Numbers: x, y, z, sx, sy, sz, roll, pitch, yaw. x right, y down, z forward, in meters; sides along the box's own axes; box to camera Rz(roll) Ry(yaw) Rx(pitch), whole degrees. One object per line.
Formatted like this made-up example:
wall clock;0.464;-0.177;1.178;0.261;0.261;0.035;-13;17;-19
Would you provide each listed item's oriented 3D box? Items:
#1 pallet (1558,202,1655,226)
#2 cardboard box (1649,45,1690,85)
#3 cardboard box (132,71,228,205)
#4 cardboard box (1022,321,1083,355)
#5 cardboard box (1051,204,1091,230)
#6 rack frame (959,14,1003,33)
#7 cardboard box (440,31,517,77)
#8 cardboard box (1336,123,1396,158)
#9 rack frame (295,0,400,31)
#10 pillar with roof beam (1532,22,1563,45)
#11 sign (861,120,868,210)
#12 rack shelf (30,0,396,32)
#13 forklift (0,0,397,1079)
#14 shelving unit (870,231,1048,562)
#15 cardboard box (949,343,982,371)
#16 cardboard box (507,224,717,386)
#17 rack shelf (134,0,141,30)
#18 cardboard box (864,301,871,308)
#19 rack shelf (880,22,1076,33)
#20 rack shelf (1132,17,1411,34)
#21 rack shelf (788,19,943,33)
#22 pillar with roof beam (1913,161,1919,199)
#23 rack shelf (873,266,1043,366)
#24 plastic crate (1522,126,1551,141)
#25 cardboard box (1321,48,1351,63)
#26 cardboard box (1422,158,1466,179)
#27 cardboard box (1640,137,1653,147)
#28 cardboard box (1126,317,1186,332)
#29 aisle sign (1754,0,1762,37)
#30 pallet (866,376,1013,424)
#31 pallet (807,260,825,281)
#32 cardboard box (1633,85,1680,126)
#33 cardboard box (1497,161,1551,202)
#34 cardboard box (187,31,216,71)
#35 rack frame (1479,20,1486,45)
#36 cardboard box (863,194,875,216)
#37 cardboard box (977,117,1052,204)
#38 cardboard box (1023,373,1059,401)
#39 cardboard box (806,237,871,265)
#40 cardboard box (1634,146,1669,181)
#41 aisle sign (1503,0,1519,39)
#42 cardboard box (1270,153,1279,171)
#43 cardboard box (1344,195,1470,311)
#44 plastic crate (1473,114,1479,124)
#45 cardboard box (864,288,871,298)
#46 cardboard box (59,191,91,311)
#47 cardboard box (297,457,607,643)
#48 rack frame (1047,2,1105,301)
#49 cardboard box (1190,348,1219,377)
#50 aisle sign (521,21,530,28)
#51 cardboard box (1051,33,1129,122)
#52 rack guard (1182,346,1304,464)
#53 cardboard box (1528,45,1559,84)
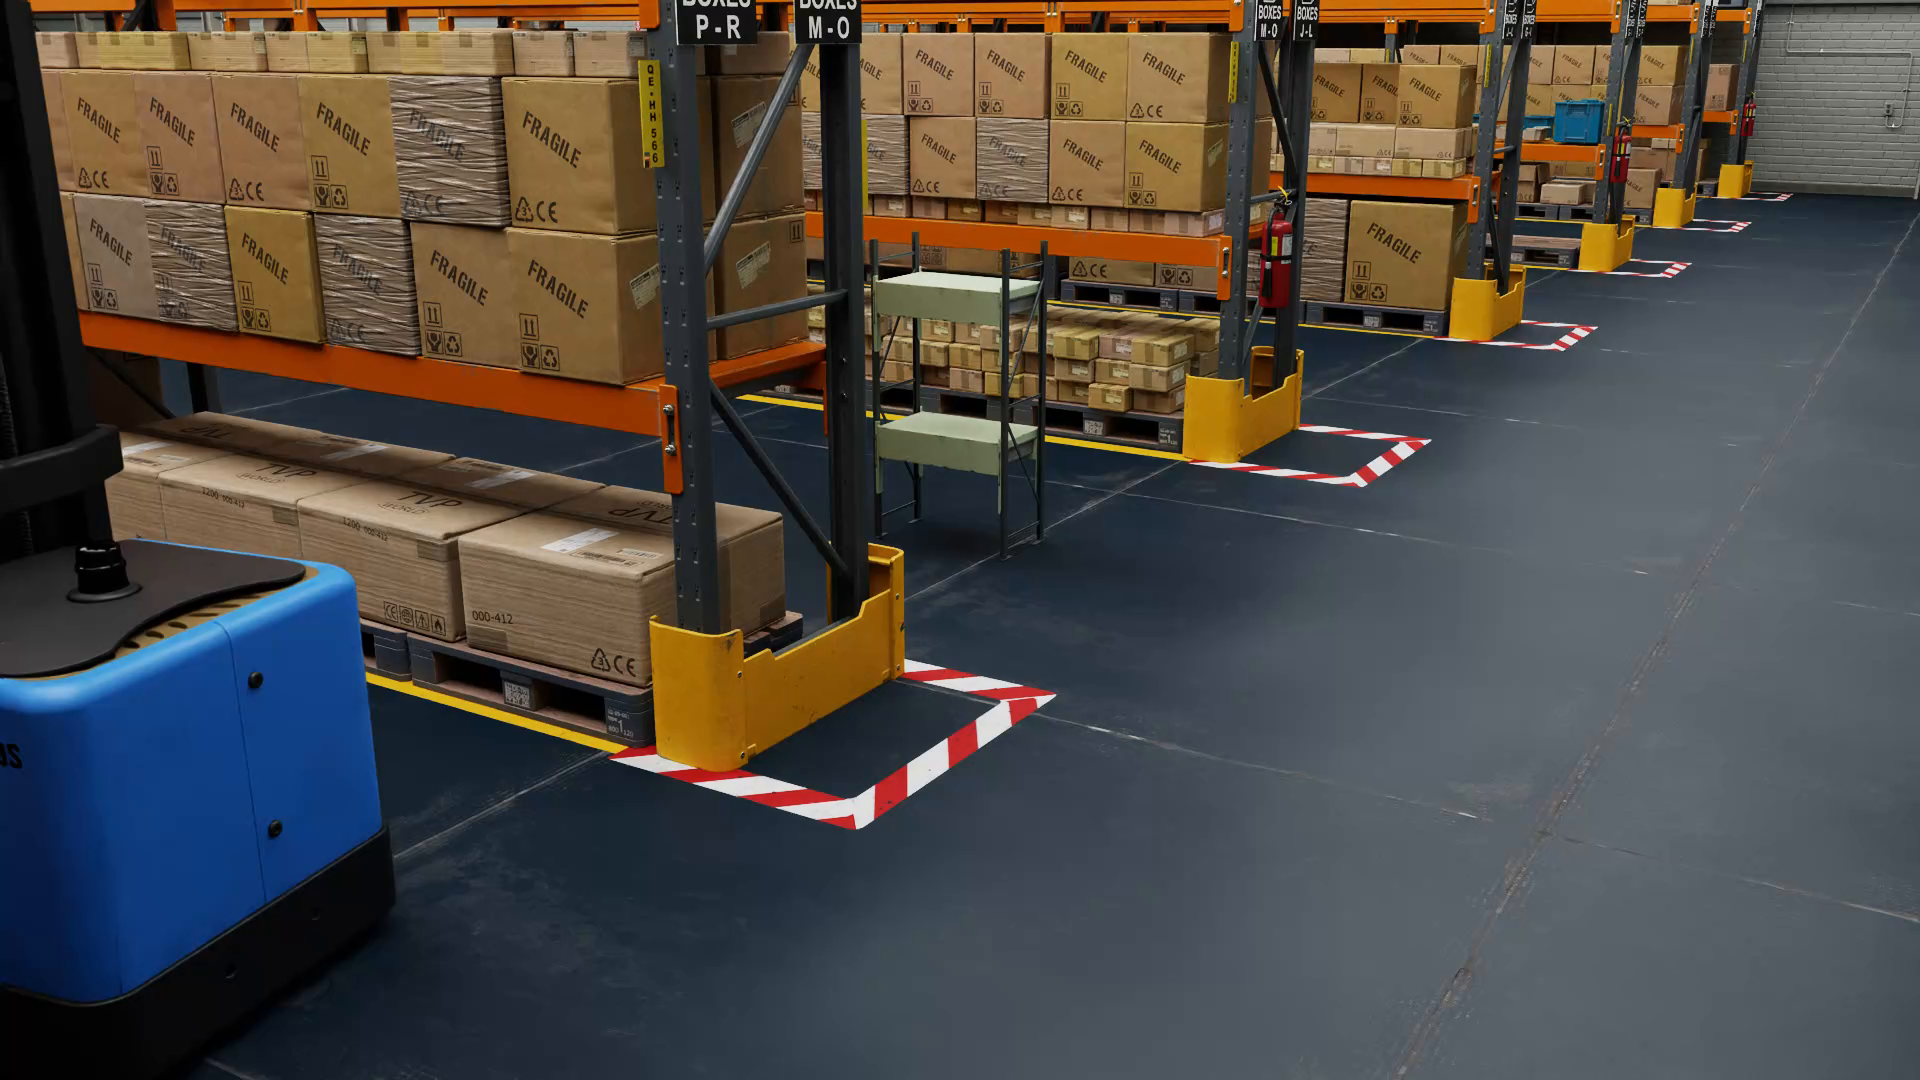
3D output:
pallet;8.961;-4.505;22.849;1.213;0.211;1.003;10;20;30
cardboard box;9.465;-6.366;22.285;0.500;0.500;0.500;11;20;32
cardboard box;-2.940;-1.643;6.736;0.500;0.500;0.500;11;20;31
cardboard box;0.593;-1.296;10.644;0.250;0.149;0.380;9;19;28
cardboard box;0.767;-2.015;10.285;0.250;0.149;0.380;11;20;32
rack frame;0.293;-5.697;21.976;0.127;3.000;1.000;10;20;30
cardboard box;-1.572;-1.692;5.783;0.250;0.149;0.380;10;20;30
cardboard box;3.534;-3.410;14.192;0.500;0.250;0.500;10;19;29
rack frame;-4.981;-3.258;13.945;0.127;3.000;1.000;10;20;30
pillar with roof beam;7.682;-9.455;24.024;0.400;9.000;9.100;10;20;30
sign;-0.373;-1.388;6.164;0.005;0.325;0.100;10;20;30
rack shelf;-6.685;-4.653;14.615;4.000;0.370;1.077;10;20;30
forklift;-3.175;-0.328;4.420;3.031;2.935;1.130;6;18;20
shelving unit;-0.006;-0.719;8.167;0.755;1.500;0.431;10;20;30
cardboard box;0.136;-1.227;10.931;0.250;0.149;0.380;11;20;33
cardboard box;-1.218;-0.855;5.863;0.500;0.500;0.500;10;20;30
rack shelf;-5.781;-2.803;8.525;4.000;0.370;1.077;10;20;30
cardboard box;-0.708;-1.550;11.482;0.250;0.149;0.380;10;19;29
rack shelf;0.365;-10.155;32.727;4.000;0.370;1.077;10;20;30
rack shelf;4.592;-7.710;24.680;4.000;0.370;1.077;10;20;30
rack shelf;-2.225;-8.927;28.686;4.000;0.370;1.077;10;20;30
pillar with roof beam;12.795;-8.542;21.019;0.400;9.000;9.100;10;20;30
rack shelf;-0.006;-1.092;8.053;0.720;0.370;0.431;10;20;30
plastic crate;6.320;-4.462;18.261;0.243;0.136;0.396;10;20;30
cardboard box;6.616;-8.420;28.931;0.500;0.250;0.500;10;20;30
cardboard box;4.042;-3.106;13.878;0.250;0.149;0.380;11;20;31
cardboard box;11.212;-6.477;27.004;0.250;0.149;0.380;10;20;31
cardboard box;1.269;-1.338;10.785;0.250;0.149;0.380;11;20;31
aisle sign;12.199;-8.093;25.390;0.004;0.787;0.394;10;20;30
pallet;0.062;-1.036;11.429;1.213;0.211;1.003;10;20;30
pallet;-1.667;-2.998;17.887;1.213;0.211;1.003;10;20;30
cardboard box;9.181;-5.755;21.995;0.500;0.500;0.500;11;20;32
cardboard box;7.900;-5.047;23.373;0.637;0.503;0.797;10;20;30
cardboard box;-2.829;-1.950;6.633;0.250;0.149;0.380;10;20;30
rack frame;8.886;-7.543;28.051;0.127;3.000;1.000;10;20;30
cardboard box;-0.580;-2.259;11.090;0.250;0.149;0.380;11;20;31
cardboard box;0.445;-2.390;10.404;0.500;0.500;0.500;10;20;30
cardboard box;0.609;-1.016;10.747;0.250;0.149;0.380;10;20;31
cardboard box;-0.967;-3.407;17.371;0.875;0.875;1.225;10;20;30
cardboard box;11.219;-6.097;26.870;0.500;0.500;0.700;10;20;30
aisle sign;4.422;-4.412;13.274;0.004;0.787;0.394;10;20;30
cardboard box;2.739;-3.339;14.644;0.250;0.149;0.380;11;20;31
cardboard box;3.930;-2.516;14.435;0.875;0.875;0.875;10;20;30
plastic crate;5.950;-4.748;19.037;0.300;0.233;0.416;10;20;30
cardboard box;-0.679;-1.716;12.028;0.250;0.149;0.380;10;20;30
cardboard box;-3.814;-1.319;7.392;0.500;0.500;0.500;11;20;32
cardboard box;-2.068;0.013;6.864;0.875;0.438;0.875;11;20;32
rack frame;1.109;-3.862;15.935;0.127;3.000;1.000;10;20;30
cardboard box;1.524;-1.163;10.720;0.250;0.149;0.380;11;20;32
aisle sign;-6.739;-8.096;25.402;0.004;0.787;0.394;10;20;30
cardboard box;0.884;-2.794;10.016;0.500;0.500;0.500;9;19;28
rack guard;1.771;-0.856;10.340;0.348;0.500;1.175;10;20;30
cardboard box;7.869;-6.465;22.611;0.500;0.500;0.500;11;20;32
